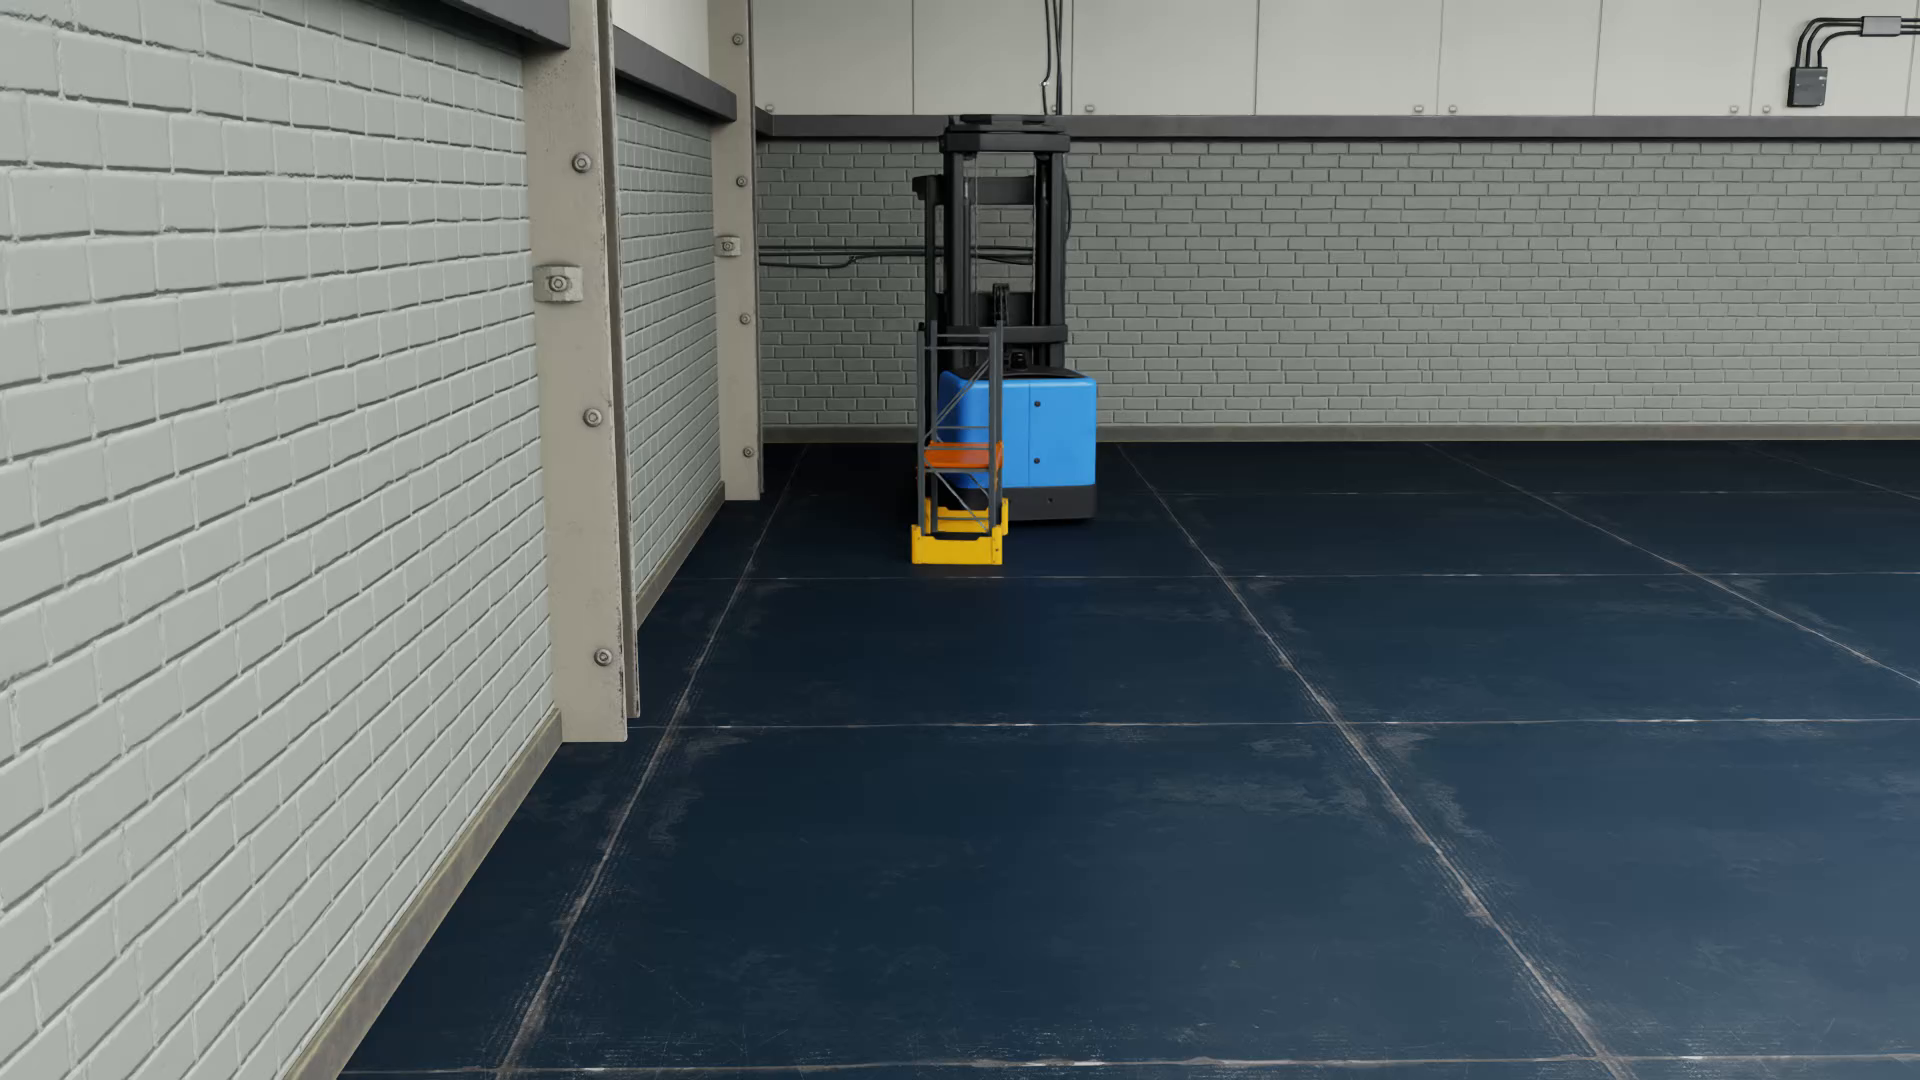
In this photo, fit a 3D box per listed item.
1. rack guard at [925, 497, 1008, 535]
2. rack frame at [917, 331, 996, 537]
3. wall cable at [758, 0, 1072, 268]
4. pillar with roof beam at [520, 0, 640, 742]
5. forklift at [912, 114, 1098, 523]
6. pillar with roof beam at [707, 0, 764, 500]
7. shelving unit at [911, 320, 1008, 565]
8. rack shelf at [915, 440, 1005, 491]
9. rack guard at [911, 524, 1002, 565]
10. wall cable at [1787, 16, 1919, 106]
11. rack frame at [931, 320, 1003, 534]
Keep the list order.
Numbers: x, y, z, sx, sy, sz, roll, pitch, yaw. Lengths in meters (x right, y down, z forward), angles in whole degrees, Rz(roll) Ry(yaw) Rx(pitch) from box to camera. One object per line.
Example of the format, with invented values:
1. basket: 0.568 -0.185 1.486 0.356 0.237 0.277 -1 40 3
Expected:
1. rack guard: 0.046 -0.168 11.756 0.587 0.250 0.087 1 11 4
2. rack frame: -0.022 -0.582 10.657 0.500 1.500 0.032 1 11 4
3. wall cable: -0.478 -3.834 15.634 3.097 2.526 0.112 0 11 -1
4. pillar with roof beam: 2.689 -3.590 6.620 9.100 9.000 0.400 0 11 -1
5. forklift: 0.228 -1.802 13.071 1.130 2.935 3.031 -2 12 -10
6. pillar with roof beam: 2.565 -4.782 12.499 9.100 9.000 0.400 0 11 -1
7. shelving unit: 0.012 -0.681 11.145 0.587 1.500 1.083 1 11 4
8. rack shelf: 0.013 -0.507 11.190 0.538 0.185 1.000 1 11 4
9. rack guard: -0.022 0.030 10.782 0.587 0.250 0.087 1 11 4
10. wall cable: 9.013 -7.058 15.164 2.305 6.003 0.169 0 11 -1
11. rack frame: 0.047 -0.784 11.651 0.500 1.500 0.032 1 11 4
